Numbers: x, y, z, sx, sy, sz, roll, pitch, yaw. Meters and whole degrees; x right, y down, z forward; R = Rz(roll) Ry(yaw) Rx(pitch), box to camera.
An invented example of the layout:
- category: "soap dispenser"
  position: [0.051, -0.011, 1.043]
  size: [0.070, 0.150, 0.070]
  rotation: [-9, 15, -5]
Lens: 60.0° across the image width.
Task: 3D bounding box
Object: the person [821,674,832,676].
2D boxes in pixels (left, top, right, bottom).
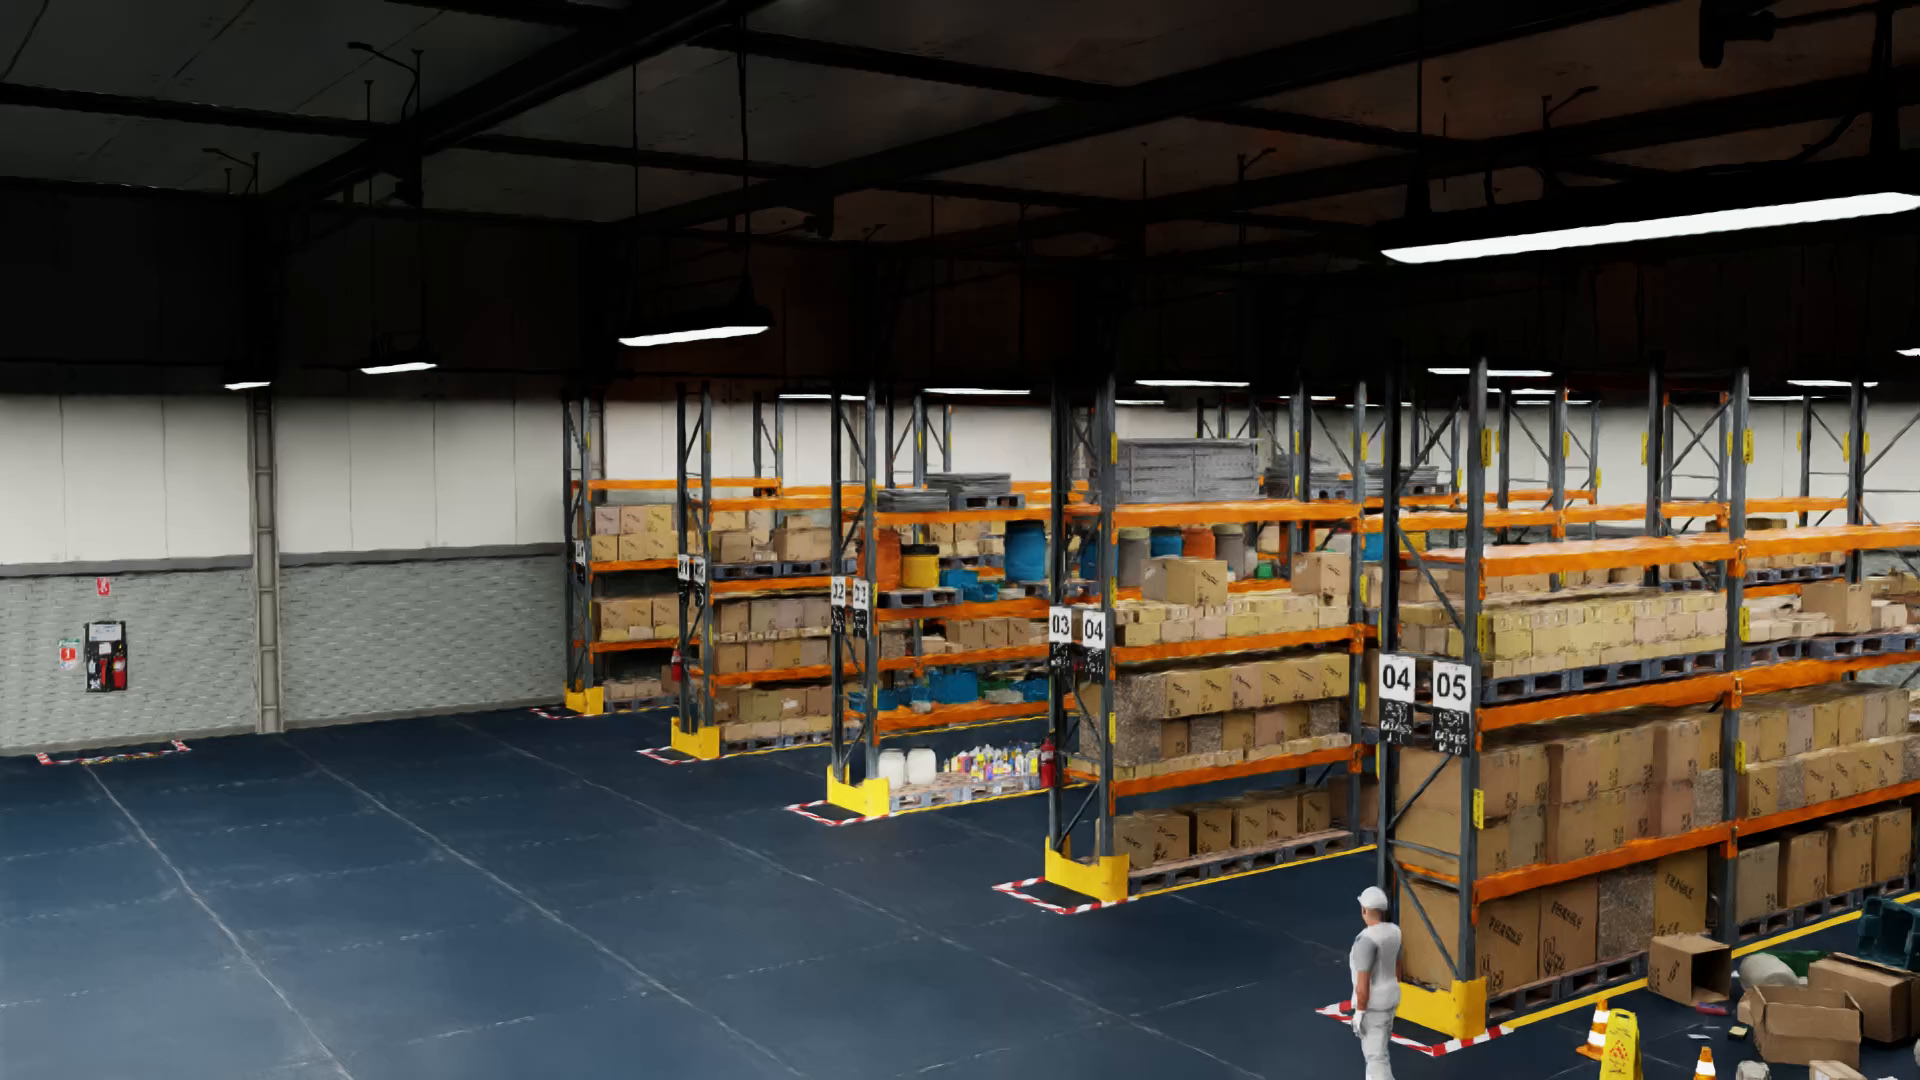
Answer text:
- category: "person"
  position: [-2.460, 2.413, 30.406]
  size: [0.531, 1.618, 0.592]
  rotation: [-3, 5, -37]

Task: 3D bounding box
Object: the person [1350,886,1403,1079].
- category: "person"
  position: [3.084, 3.474, 12.386]
  size: [0.524, 1.791, 0.661]
  rotation: [3, 5, 41]
